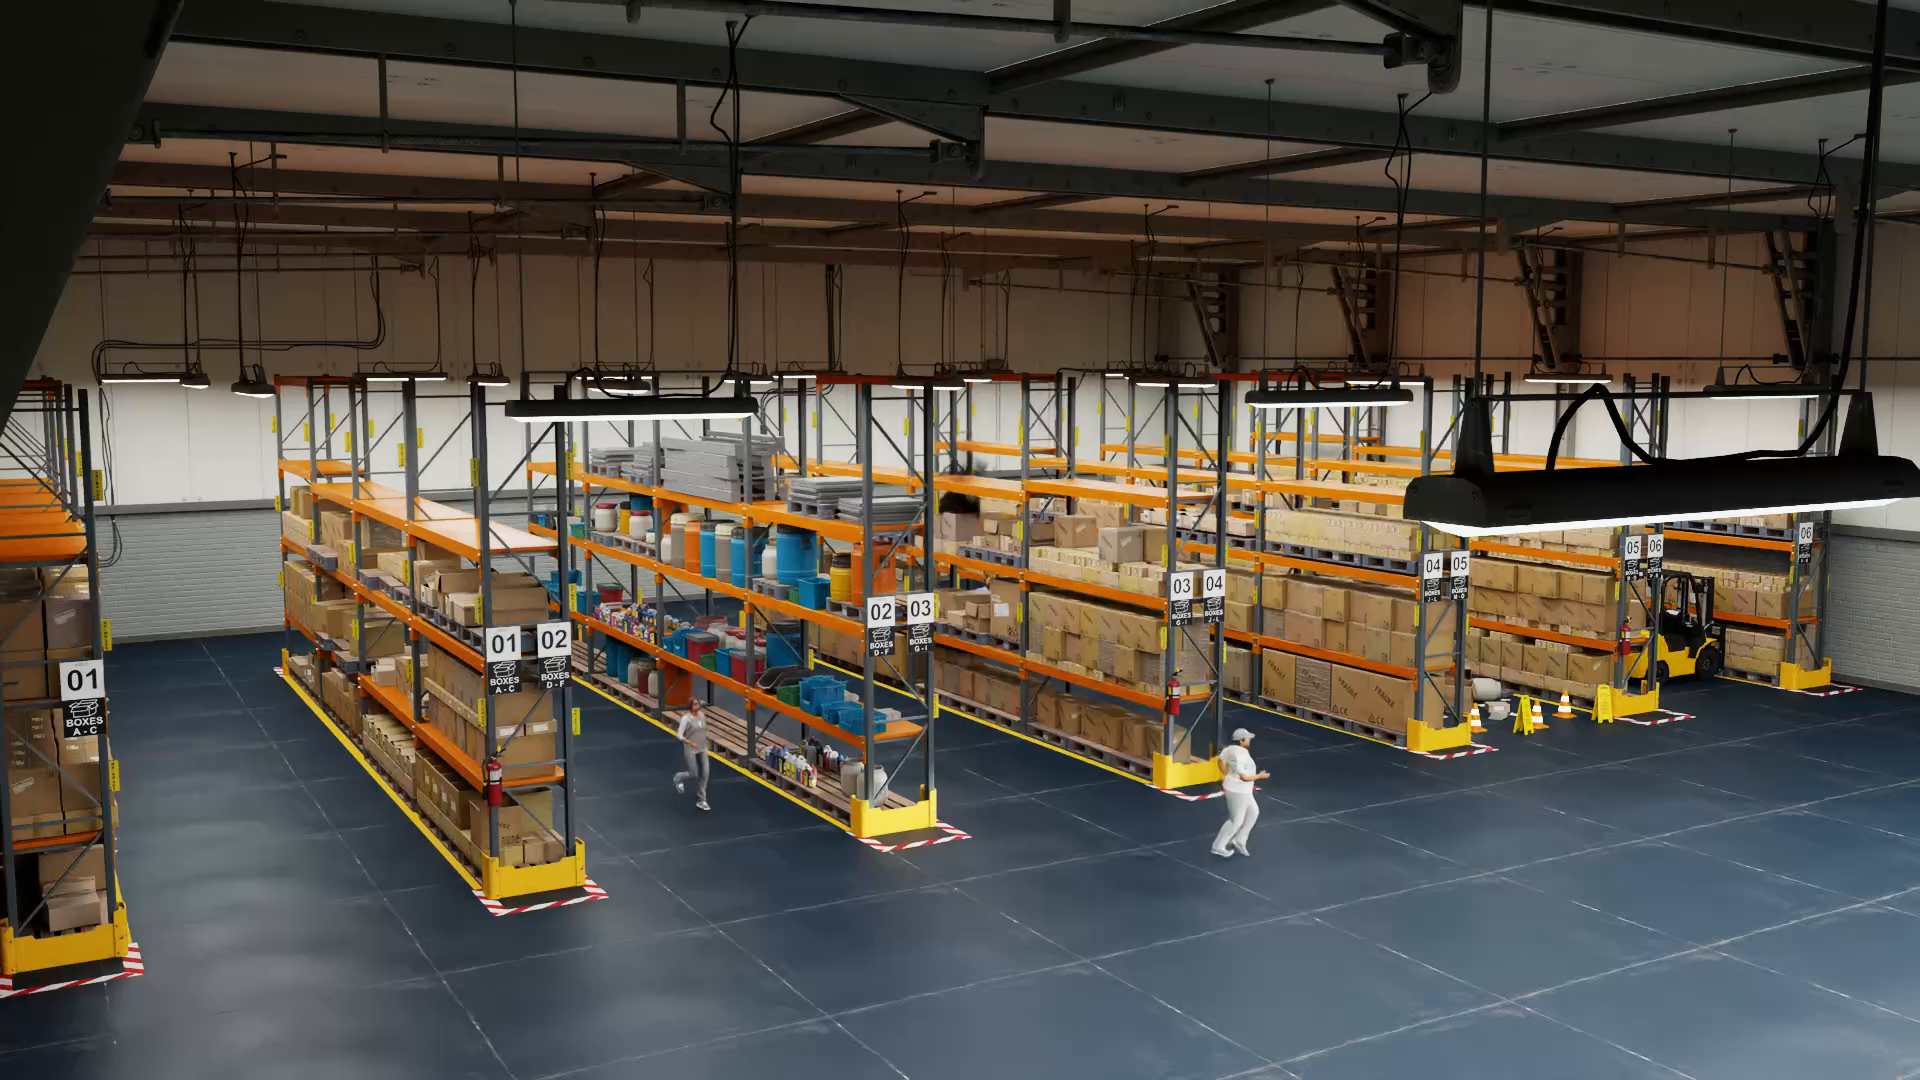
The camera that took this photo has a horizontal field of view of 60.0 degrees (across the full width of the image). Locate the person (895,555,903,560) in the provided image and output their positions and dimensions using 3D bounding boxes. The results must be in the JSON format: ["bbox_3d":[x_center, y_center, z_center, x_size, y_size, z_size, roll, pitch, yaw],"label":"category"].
[{"bbox_3d":[-1.552,1.161,39.826,0.621,1.634,0.522,-3,7,-26],"label":"person"}]

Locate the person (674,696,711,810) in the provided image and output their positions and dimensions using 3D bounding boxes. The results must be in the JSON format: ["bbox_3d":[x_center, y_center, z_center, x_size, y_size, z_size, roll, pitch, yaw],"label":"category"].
[{"bbox_3d":[-3.769,2.988,23.519,0.539,1.583,0.756,-6,9,-44],"label":"person"}]

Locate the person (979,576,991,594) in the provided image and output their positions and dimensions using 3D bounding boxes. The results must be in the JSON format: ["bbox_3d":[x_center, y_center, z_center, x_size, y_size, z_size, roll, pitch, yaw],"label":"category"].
[{"bbox_3d":[0.616,1.594,36.092,0.616,1.619,0.709,-3,7,-28],"label":"person"}]

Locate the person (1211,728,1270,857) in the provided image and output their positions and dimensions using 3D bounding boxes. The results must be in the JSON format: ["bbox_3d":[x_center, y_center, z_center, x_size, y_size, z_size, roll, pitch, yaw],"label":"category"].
[{"bbox_3d":[3.547,3.224,21.074,0.733,1.706,0.561,0,6,1],"label":"person"}]
